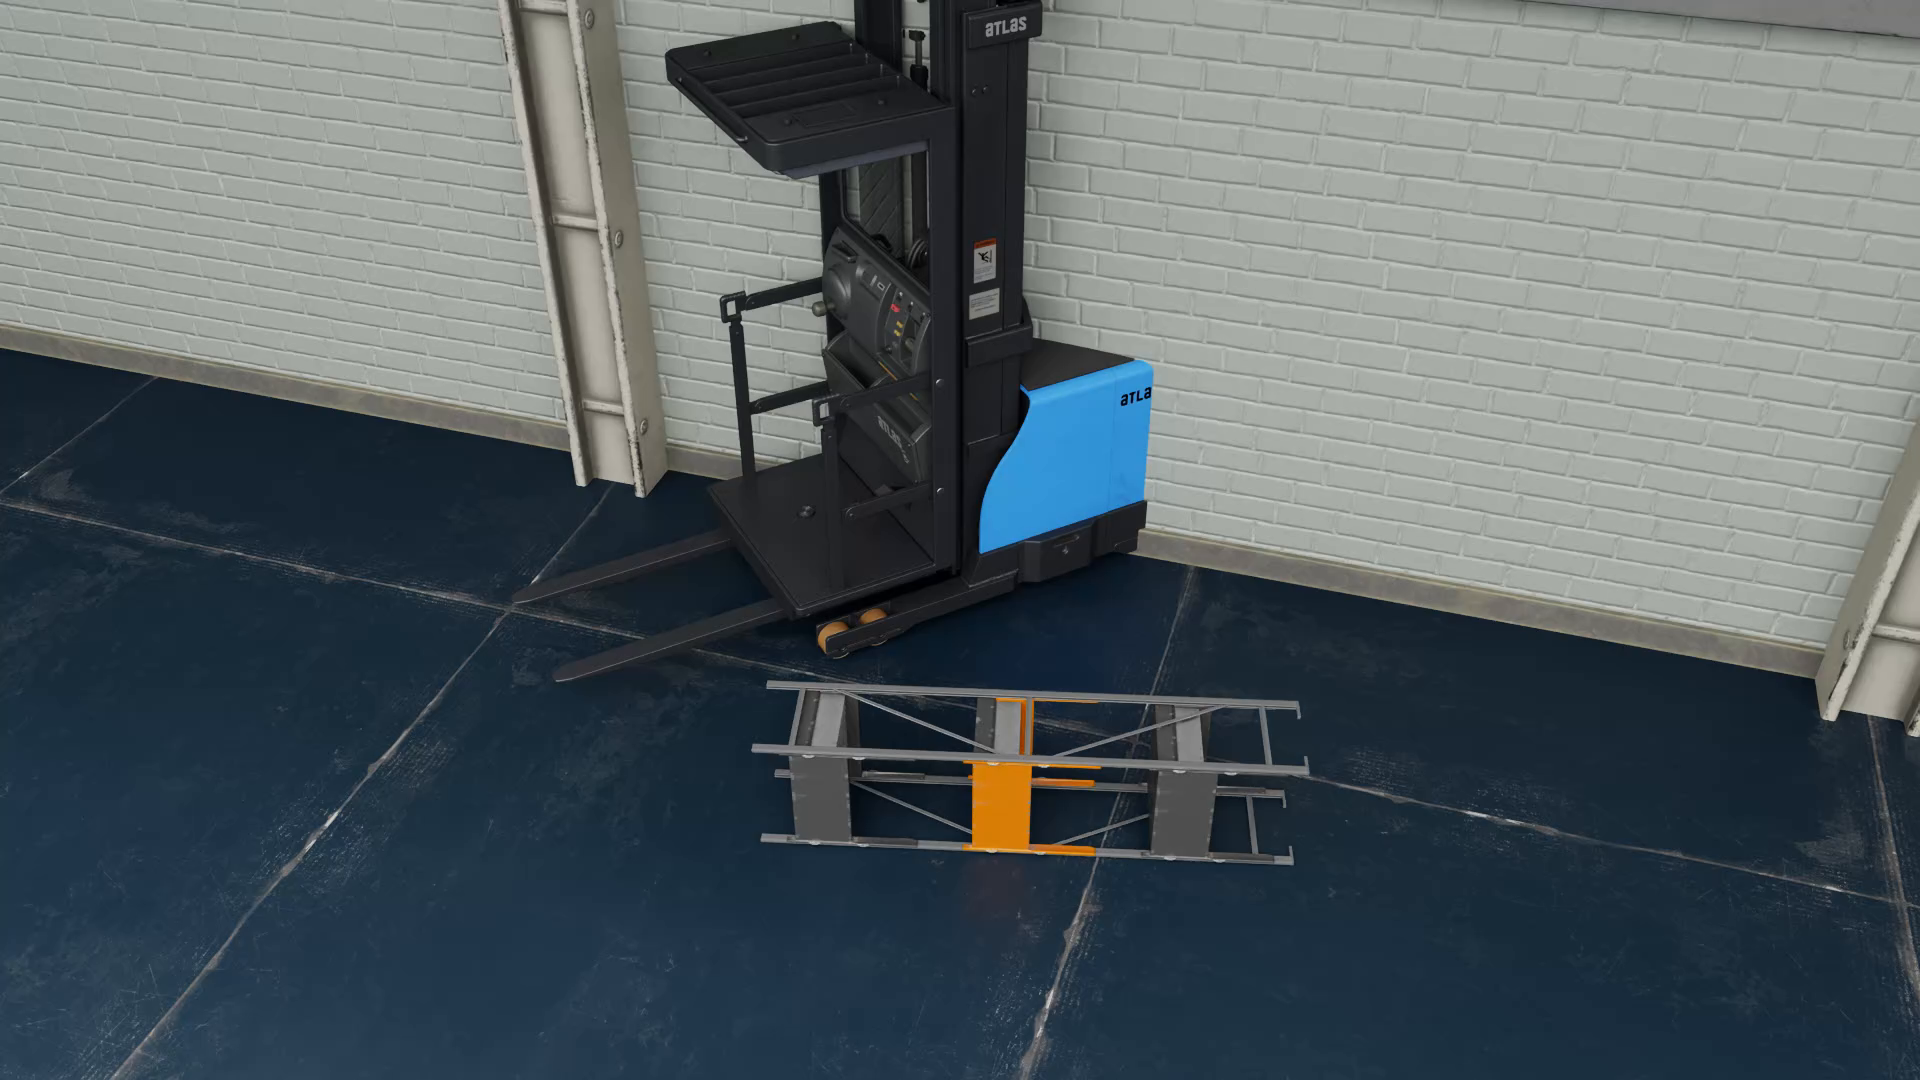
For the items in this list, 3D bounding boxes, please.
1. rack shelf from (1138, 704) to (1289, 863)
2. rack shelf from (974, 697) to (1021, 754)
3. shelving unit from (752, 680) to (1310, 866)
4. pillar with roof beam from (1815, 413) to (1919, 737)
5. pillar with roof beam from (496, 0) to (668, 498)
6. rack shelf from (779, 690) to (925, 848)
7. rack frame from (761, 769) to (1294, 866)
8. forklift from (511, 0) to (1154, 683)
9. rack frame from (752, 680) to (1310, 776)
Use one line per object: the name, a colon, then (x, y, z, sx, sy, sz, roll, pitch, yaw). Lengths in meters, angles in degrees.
rack shelf: (0.982, 0.941, 6.535, 0.518, 0.480, 0.431, 2, 36, 3)
rack shelf: (0.146, 0.912, 6.575, 0.174, 0.457, 0.368, 2, 36, 3)
shelving unit: (0.269, 0.917, 6.569, 2.100, 0.503, 0.431, 2, 36, 3)
pillar with roof beam: (2.681, -0.467, 1.293, 0.400, 9.000, 9.100, 10, 38, 14)
pillar with roof beam: (-3.046, -1.528, 2.734, 0.400, 9.000, 9.100, 10, 38, 14)
rack shelf: (-0.416, 0.893, 6.601, 0.518, 0.480, 0.431, 2, 36, 3)
rack frame: (0.269, 1.113, 6.714, 2.100, 0.015, 0.400, 2, 36, 3)
forklift: (-0.547, -1.003, 7.140, 3.031, 2.935, 1.130, -18, 40, -23)
rack frame: (0.269, 0.720, 6.424, 2.100, 0.015, 0.400, 2, 36, 3)
